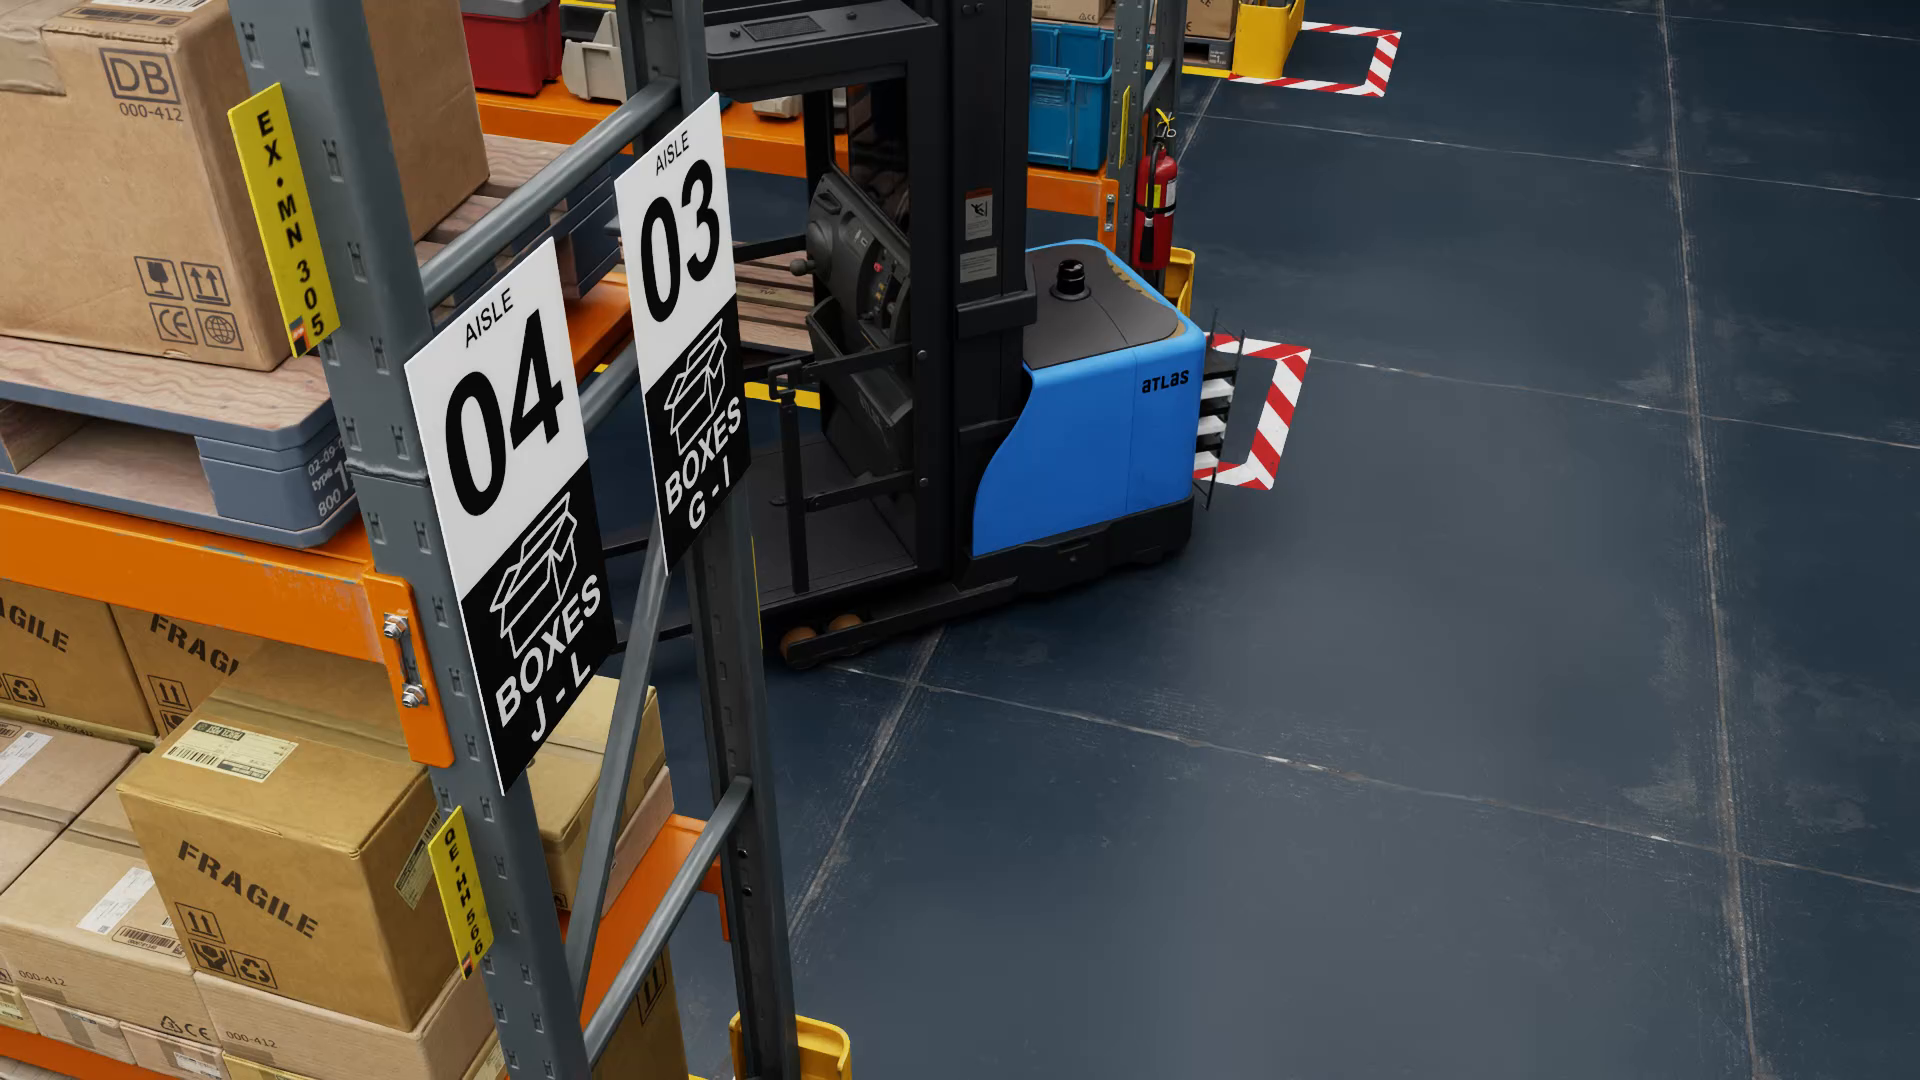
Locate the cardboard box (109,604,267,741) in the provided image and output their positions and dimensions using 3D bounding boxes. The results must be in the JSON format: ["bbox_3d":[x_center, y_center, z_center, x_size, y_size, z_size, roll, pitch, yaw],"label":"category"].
[{"bbox_3d":[-1.500,0.154,3.753,0.500,0.500,0.500,10,37,13],"label":"cardboard box"}]

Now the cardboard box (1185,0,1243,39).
[{"bbox_3d":[1.720,-3.890,11.742,0.500,0.500,0.500,10,38,14],"label":"cardboard box"}]

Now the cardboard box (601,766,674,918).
[{"bbox_3d":[-0.886,0.693,3.989,0.250,0.149,0.380,11,38,14],"label":"cardboard box"}]

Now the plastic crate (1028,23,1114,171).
[{"bbox_3d":[0.456,-1.953,7.292,0.499,0.435,0.616,10,38,14],"label":"plastic crate"}]

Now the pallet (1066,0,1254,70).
[{"bbox_3d":[1.478,-3.793,12.226,1.213,0.211,1.003,10,38,14],"label":"pallet"}]

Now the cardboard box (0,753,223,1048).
[{"bbox_3d":[-1.671,0.757,3.567,0.500,0.250,0.500,10,37,13],"label":"cardboard box"}]

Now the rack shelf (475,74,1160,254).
[{"bbox_3d":[-1.078,-2.024,8.077,4.000,0.370,1.077,10,38,14],"label":"rack shelf"}]

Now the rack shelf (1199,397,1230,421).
[{"bbox_3d":[1.012,-0.594,7.189,0.200,0.077,0.258,-10,37,-22],"label":"rack shelf"}]

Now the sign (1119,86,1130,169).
[{"bbox_3d":[0.683,-1.712,6.908,0.005,0.325,0.100,10,38,14],"label":"sign"}]

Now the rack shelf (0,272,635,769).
[{"bbox_3d":[-2.554,-0.430,3.380,4.000,0.370,1.077,10,38,14],"label":"rack shelf"}]

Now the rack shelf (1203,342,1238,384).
[{"bbox_3d":[1.028,-0.743,7.088,0.200,0.077,0.258,-10,37,-22],"label":"rack shelf"}]

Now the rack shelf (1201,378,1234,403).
[{"bbox_3d":[1.020,-0.668,7.138,0.200,0.077,0.258,-10,37,-22],"label":"rack shelf"}]

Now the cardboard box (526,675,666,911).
[{"bbox_3d":[-1.023,0.545,3.855,0.500,0.250,0.500,10,37,13],"label":"cardboard box"}]

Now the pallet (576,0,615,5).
[{"bbox_3d":[-2.294,-4.469,13.144,1.213,0.211,1.003,10,38,14],"label":"pallet"}]

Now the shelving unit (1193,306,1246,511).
[{"bbox_3d":[1.007,-0.547,7.220,0.210,0.900,0.258,-10,37,-22],"label":"shelving unit"}]

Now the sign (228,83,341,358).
[{"bbox_3d":[-0.820,-0.386,2.034,0.005,0.325,0.100,10,38,14],"label":"sign"}]

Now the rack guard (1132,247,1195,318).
[{"bbox_3d":[0.858,-0.957,8.129,0.348,0.500,1.175,10,38,14],"label":"rack guard"}]

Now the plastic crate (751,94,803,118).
[{"bbox_3d":[-0.834,-2.057,7.686,0.250,0.136,0.298,10,38,14],"label":"plastic crate"}]

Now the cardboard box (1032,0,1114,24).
[{"bbox_3d":[0.822,-3.974,12.067,0.500,0.250,0.500,10,38,14],"label":"cardboard box"}]

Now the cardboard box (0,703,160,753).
[{"bbox_3d":[-2.000,0.366,4.098,0.500,0.250,0.500,9,37,12],"label":"cardboard box"}]

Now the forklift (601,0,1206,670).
[{"bbox_3d":[-0.571,-1.029,6.175,3.031,2.935,1.130,-15,39,-19],"label":"forklift"}]

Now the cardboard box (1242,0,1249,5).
[{"bbox_3d":[2.015,-4.060,12.270,0.250,0.149,0.380,10,38,14],"label":"cardboard box"}]

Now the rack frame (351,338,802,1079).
[{"bbox_3d":[-0.645,0.842,3.576,0.127,3.000,1.000,10,38,14],"label":"rack frame"}]

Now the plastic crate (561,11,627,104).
[{"bbox_3d":[-1.584,-2.270,7.853,0.530,0.282,0.437,10,38,14],"label":"plastic crate"}]

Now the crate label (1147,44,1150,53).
[{"bbox_3d":[0.694,-2.147,7.728,0.303,0.233,0.416,10,38,14],"label":"crate label"}]

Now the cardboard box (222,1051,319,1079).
[{"bbox_3d":[-1.332,1.021,3.544,0.250,0.149,0.380,11,38,14],"label":"cardboard box"}]

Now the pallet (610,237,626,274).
[{"bbox_3d":[-2.273,-1.437,9.024,1.213,0.211,1.003,10,38,14],"label":"pallet"}]

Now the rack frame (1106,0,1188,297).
[{"bbox_3d":[0.832,-1.961,7.383,0.127,3.000,1.000,10,38,14],"label":"rack frame"}]

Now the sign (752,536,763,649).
[{"bbox_3d":[-0.474,0.148,3.721,0.005,0.325,0.100,10,38,14],"label":"sign"}]

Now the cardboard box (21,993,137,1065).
[{"bbox_3d":[-1.810,0.931,3.666,0.250,0.149,0.380,11,38,15],"label":"cardboard box"}]

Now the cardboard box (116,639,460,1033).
[{"bbox_3d":[-1.189,0.543,3.225,0.500,0.500,0.500,11,38,14],"label":"cardboard box"}]

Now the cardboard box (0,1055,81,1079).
[{"bbox_3d":[-2.149,1.300,4.392,0.875,0.875,0.875,10,38,14],"label":"cardboard box"}]

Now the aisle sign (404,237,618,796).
[{"bbox_3d":[-0.666,-0.023,2.557,0.004,0.787,0.394,10,38,14],"label":"aisle sign"}]
